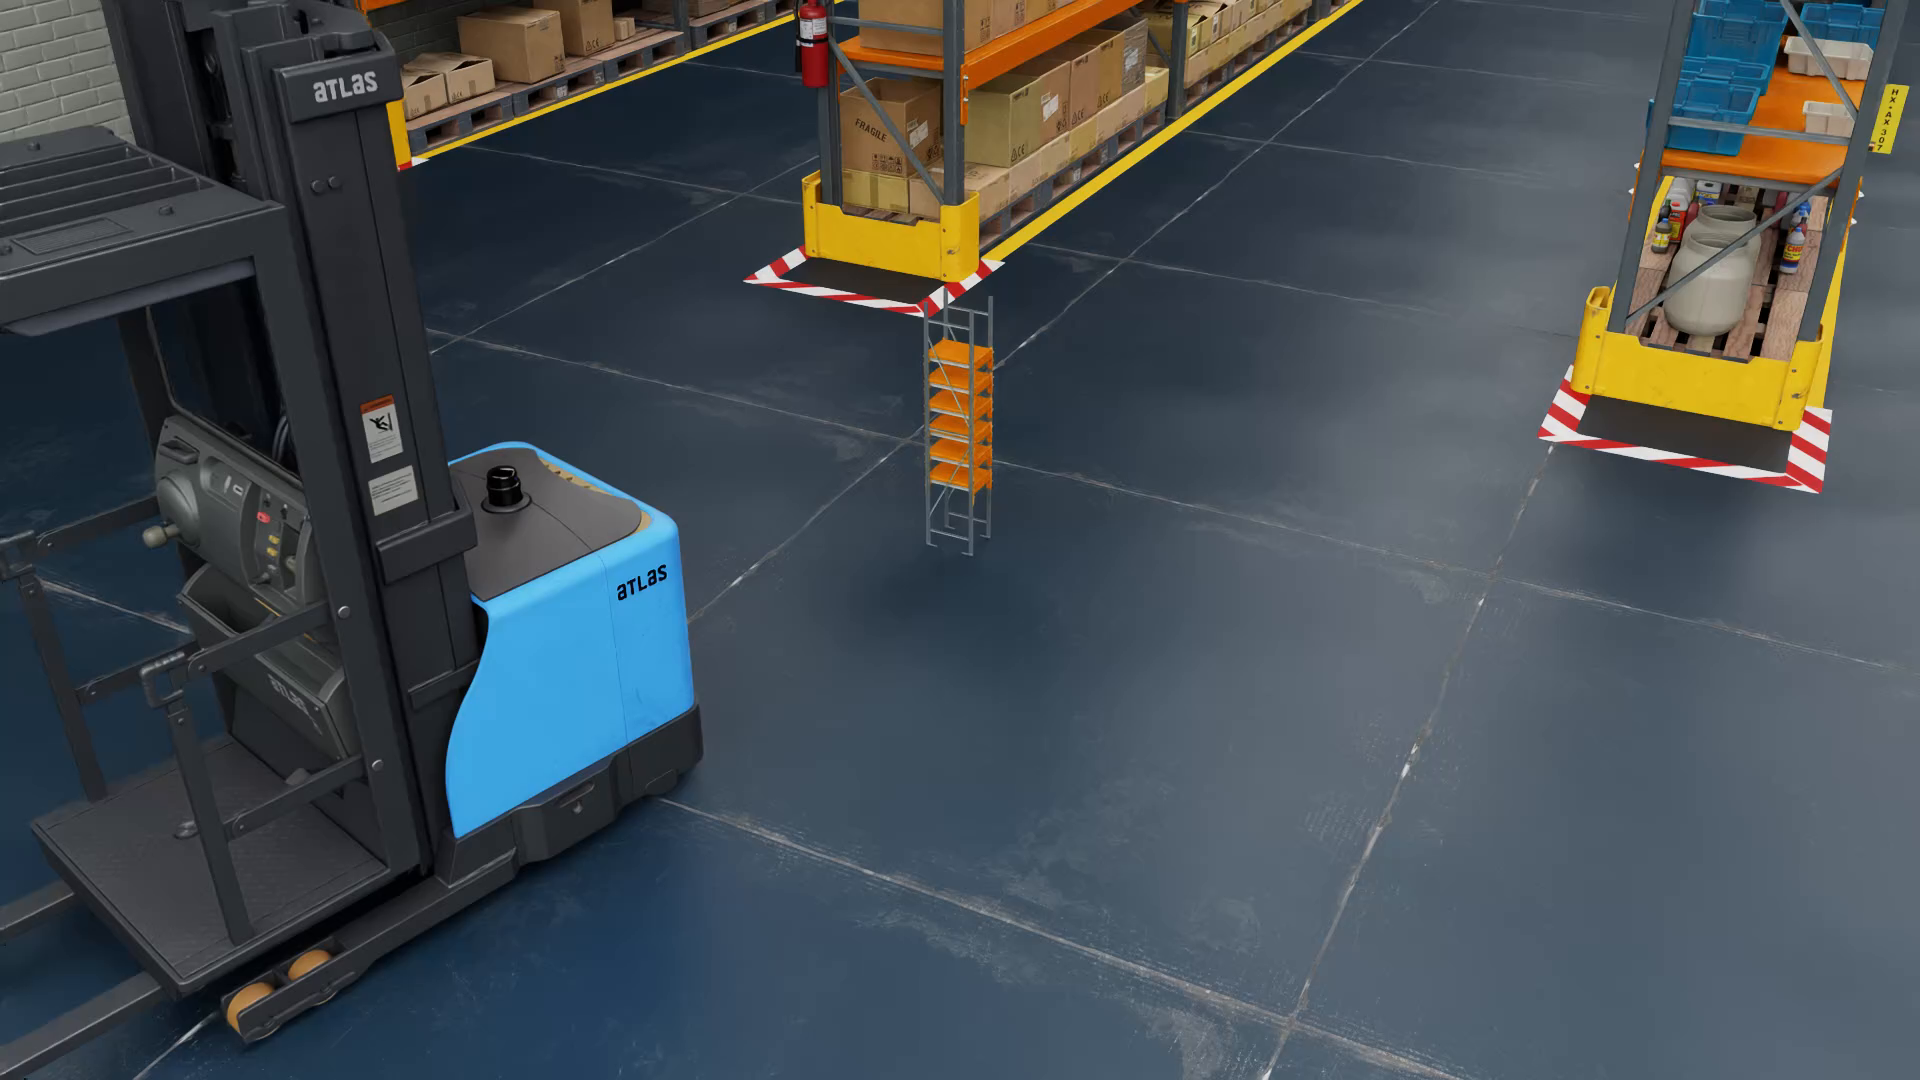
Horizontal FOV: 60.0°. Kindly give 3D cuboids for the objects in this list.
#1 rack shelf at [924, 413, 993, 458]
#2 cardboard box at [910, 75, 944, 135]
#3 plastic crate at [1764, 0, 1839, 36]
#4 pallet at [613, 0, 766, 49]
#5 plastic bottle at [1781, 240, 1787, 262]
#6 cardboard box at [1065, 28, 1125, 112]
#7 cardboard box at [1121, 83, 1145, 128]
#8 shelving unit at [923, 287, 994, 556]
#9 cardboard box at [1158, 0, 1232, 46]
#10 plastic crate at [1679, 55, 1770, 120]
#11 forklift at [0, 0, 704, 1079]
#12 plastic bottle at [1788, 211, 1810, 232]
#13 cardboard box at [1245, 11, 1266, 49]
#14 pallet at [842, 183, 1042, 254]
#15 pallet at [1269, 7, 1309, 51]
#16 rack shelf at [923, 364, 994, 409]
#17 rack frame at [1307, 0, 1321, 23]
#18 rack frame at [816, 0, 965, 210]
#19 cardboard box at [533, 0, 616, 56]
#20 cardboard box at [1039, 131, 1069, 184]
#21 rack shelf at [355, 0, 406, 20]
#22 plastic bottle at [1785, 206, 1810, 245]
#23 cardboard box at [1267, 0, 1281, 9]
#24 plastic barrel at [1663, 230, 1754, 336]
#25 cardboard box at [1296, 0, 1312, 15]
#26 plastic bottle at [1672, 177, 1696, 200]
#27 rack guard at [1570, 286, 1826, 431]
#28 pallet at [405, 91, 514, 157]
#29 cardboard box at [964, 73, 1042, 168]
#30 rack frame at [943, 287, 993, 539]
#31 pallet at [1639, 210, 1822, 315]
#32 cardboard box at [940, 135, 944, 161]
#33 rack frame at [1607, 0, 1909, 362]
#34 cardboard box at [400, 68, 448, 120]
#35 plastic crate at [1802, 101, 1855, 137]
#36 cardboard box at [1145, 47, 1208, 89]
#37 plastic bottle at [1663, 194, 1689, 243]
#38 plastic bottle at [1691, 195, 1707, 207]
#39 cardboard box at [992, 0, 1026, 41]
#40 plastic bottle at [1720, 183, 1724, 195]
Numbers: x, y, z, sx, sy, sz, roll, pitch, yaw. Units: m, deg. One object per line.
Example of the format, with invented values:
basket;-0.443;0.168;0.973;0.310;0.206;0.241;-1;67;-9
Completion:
rack shelf;-0.007;-0.475;7.462;0.258;0.103;0.180;14;33;23
cardboard box;-0.021;-3.219;11.929;0.500;0.500;0.500;14;33;23
plastic crate;5.435;-3.570;11.016;0.767;0.338;0.504;14;33;23
pallet;-2.679;-5.184;16.565;1.003;0.211;1.213;14;33;23
plastic bottle;5.115;-1.783;10.211;0.097;0.201;0.097;0;30;0
cardboard box;0.900;-3.543;12.495;0.500;0.500;0.500;14;33;23
cardboard box;1.126;-3.440;13.068;0.500;0.250;0.500;14;33;23
shelving unit;-0.007;-0.514;7.440;0.258;1.200;0.189;14;33;23
cardboard box;2.022;-4.506;14.360;0.500;0.311;0.500;14;33;23
plastic crate;4.227;-2.538;9.308;0.499;0.251;0.408;14;33;23
forklift;-2.324;-0.031;4.862;1.130;2.935;3.031;25;38;36
plastic bottle;5.409;-2.068;10.708;0.097;0.201;0.097;0;30;0
cardboard box;2.484;-4.719;15.296;0.500;0.250;0.500;15;33;24
pallet;-0.132;-2.291;11.528;1.003;0.211;1.213;14;33;23
pallet;2.792;-5.133;16.477;1.003;0.211;1.213;14;33;23
rack shelf;-0.007;-0.683;7.343;0.258;0.103;0.180;14;33;23
rack frame;3.201;-6.698;16.403;1.000;3.000;0.127;14;33;23
rack frame;-0.443;-3.152;10.227;1.000;3.000;0.127;14;33;23
cardboard box;-3.469;-4.685;14.965;0.500;0.500;0.500;12;32;20
cardboard box;0.452;-2.773;11.906;0.500;0.250;0.500;14;33;23
rack shelf;-3.943;-4.849;13.904;1.077;0.370;4.000;14;33;23
plastic bottle;5.270;-1.964;10.455;0.097;0.271;0.097;0;30;0
cardboard box;2.719;-5.188;15.549;0.500;0.311;0.500;14;33;23
plastic barrel;4.197;-1.439;9.320;0.421;0.512;0.421;0;30;0
cardboard box;3.179;-5.400;16.480;0.500;0.250;0.500;15;33;24
plastic bottle;4.770;-2.306;10.972;0.144;0.351;0.185;14;33;23
rack guard;3.958;-0.987;8.967;1.175;0.500;0.348;14;33;23
pallet;-4.418;-3.451;13.547;1.003;0.211;1.213;14;33;23
cardboard box;0.225;-2.876;11.333;0.500;0.500;0.500;14;33;23
rack frame;0.035;-0.554;7.511;0.240;1.200;0.006;14;33;23
pallet;4.889;-1.759;10.602;1.003;0.211;1.213;14;33;23
cardboard box;-0.245;-2.671;11.728;0.500;0.250;0.500;14;33;23
rack frame;3.965;-2.027;8.267;1.000;3.000;0.127;14;33;23
cardboard box;-4.459;-3.585;13.239;0.500;0.311;0.500;11;32;18
plastic crate;4.659;-2.236;8.896;0.298;0.136;0.250;14;33;23
cardboard box;1.784;-4.038;14.108;0.500;0.250;0.500;13;33;22
plastic bottle;4.551;-2.055;10.610;0.152;0.276;0.135;15;33;24
plastic bottle;4.813;-2.151;10.852;0.097;0.201;0.097;0;30;0
cardboard box;0.016;-3.633;10.964;0.700;0.500;0.500;15;33;25
plastic bottle;5.178;-2.546;11.389;0.144;0.351;0.185;14;33;23
